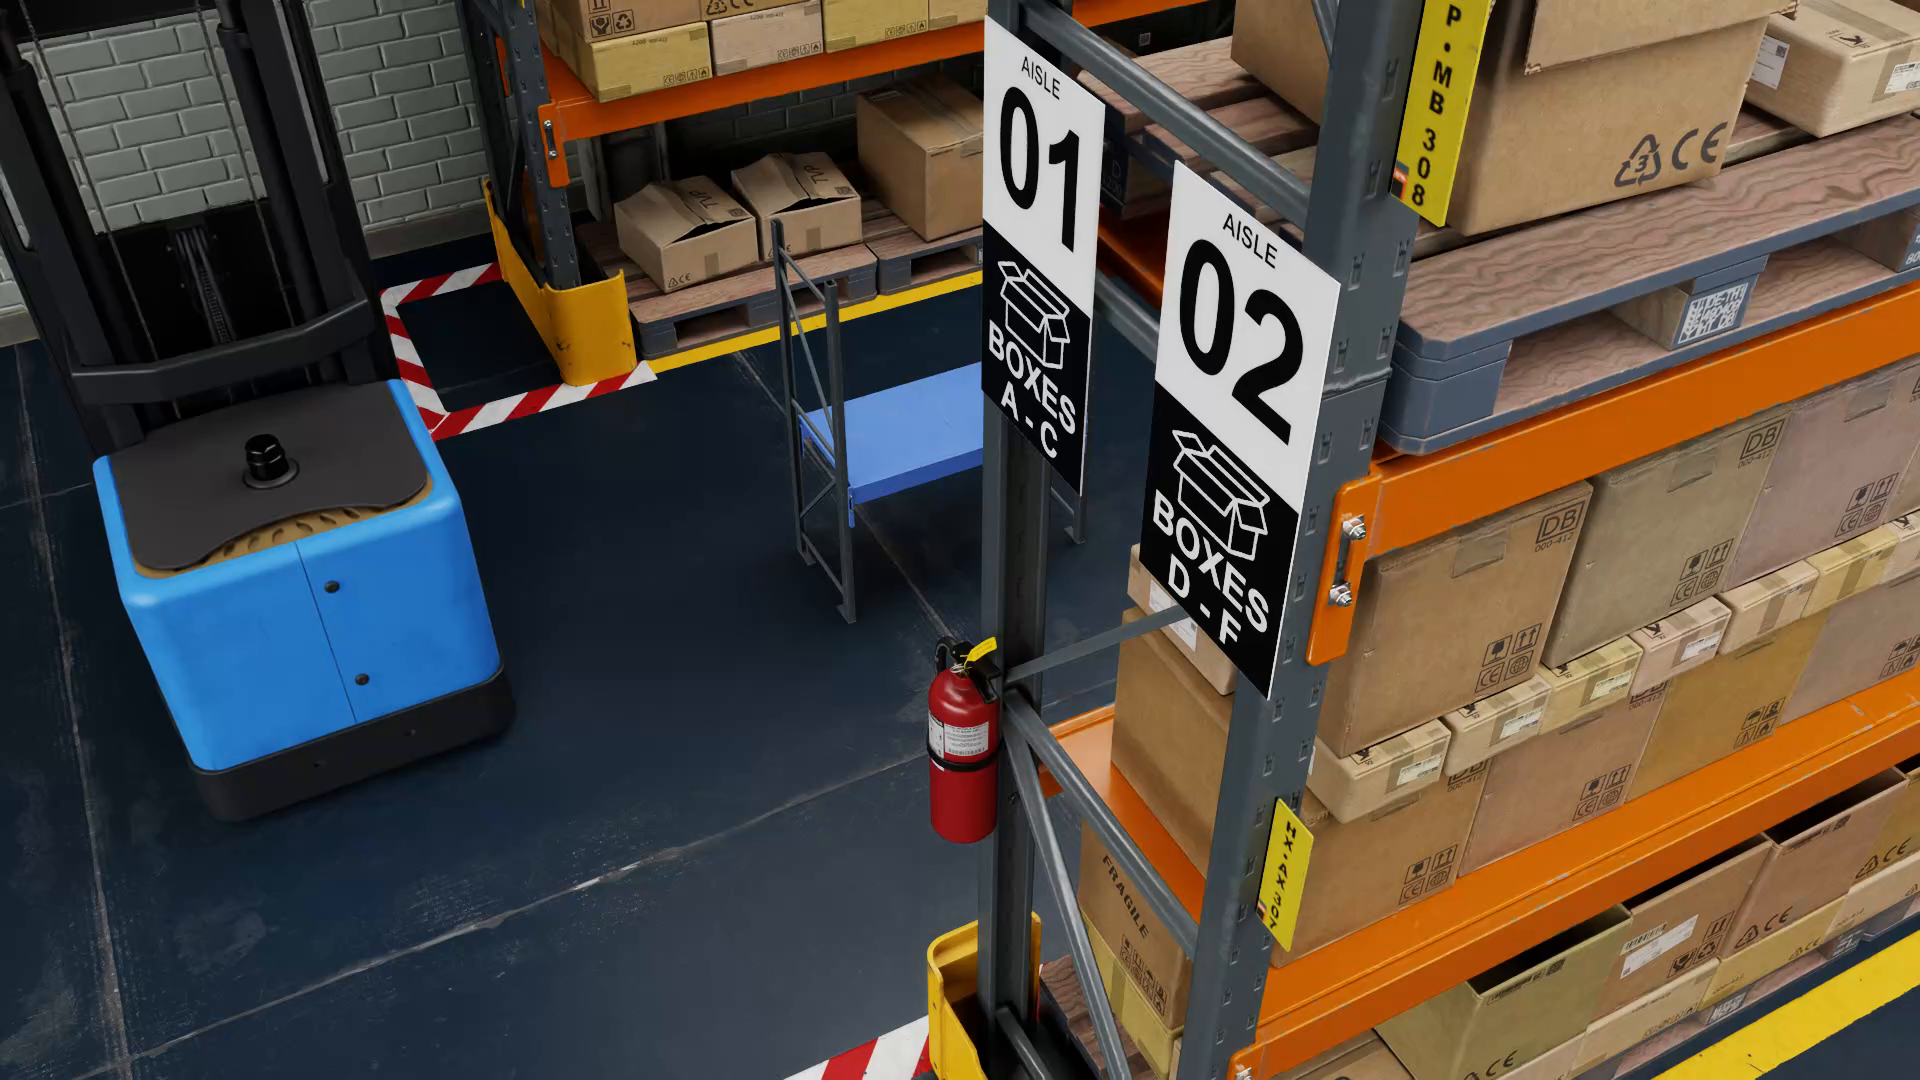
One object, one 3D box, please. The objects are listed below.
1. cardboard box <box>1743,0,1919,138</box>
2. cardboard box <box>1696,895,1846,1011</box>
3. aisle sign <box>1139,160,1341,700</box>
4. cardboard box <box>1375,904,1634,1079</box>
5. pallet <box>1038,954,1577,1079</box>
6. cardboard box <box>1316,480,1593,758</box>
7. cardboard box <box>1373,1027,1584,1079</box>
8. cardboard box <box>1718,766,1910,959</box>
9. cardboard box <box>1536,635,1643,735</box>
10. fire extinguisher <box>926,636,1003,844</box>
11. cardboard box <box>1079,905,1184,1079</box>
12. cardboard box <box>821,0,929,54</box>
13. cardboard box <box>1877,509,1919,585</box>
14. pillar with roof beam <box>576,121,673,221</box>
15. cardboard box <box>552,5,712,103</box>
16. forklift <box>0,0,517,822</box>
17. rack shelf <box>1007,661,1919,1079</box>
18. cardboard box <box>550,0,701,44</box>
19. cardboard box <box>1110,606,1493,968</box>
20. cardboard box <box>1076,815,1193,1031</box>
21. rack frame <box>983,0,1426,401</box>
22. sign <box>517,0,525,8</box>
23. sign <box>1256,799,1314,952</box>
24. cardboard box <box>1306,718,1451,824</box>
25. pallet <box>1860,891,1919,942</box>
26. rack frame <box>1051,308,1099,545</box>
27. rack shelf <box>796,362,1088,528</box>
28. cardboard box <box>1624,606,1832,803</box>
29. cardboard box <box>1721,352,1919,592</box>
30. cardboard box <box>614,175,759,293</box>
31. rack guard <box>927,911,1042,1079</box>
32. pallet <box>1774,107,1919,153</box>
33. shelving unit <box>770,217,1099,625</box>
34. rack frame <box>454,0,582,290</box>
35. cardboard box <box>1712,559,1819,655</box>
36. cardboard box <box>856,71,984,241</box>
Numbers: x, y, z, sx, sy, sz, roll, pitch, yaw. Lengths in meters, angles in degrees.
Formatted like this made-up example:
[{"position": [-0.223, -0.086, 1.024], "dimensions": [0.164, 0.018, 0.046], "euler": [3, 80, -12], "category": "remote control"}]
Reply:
[{"position": [1.455, -0.867, 2.893], "dimensions": [0.250, 0.149, 0.380], "euler": [-19, 44, -21], "category": "cardboard box"}, {"position": [2.239, 1.055, 4.985], "dimensions": [0.500, 0.250, 0.500], "euler": [-19, 44, -21], "category": "cardboard box"}, {"position": [0.413, -0.152, 2.595], "dimensions": [0.004, 0.787, 0.394], "euler": [-19, 44, -21], "category": "aisle sign"}, {"position": [1.351, 1.065, 4.392], "dimensions": [0.500, 0.500, 0.500], "euler": [-19, 44, -21], "category": "cardboard box"}, {"position": [0.989, 1.457, 4.865], "dimensions": [1.213, 0.211, 1.003], "euler": [-19, 44, -21], "category": "pallet"}, {"position": [0.797, -0.036, 3.389], "dimensions": [0.500, 0.500, 0.700], "euler": [-18, 44, -20], "category": "cardboard box"}, {"position": [1.350, 1.351, 4.636], "dimensions": [0.500, 0.250, 0.500], "euler": [-19, 44, -21], "category": "cardboard box"}, {"position": [2.240, 0.770, 4.742], "dimensions": [0.500, 0.500, 0.500], "euler": [-19, 44, -21], "category": "cardboard box"}, {"position": [1.232, 0.212, 3.599], "dimensions": [0.250, 0.149, 0.380], "euler": [-18, 44, -20], "category": "cardboard box"}, {"position": [0.010, 0.444, 3.964], "dimensions": [0.183, 0.674, 0.296], "euler": [-19, 44, -21], "category": "fire extinguisher"}, {"position": [0.669, 1.205, 4.808], "dimensions": [0.500, 0.250, 0.500], "euler": [-19, 44, -21], "category": "cardboard box"}, {"position": [-0.474, -2.418, 7.385], "dimensions": [0.500, 0.250, 0.500], "euler": [-19, 44, -21], "category": "cardboard box"}, {"position": [2.141, -0.092, 3.958], "dimensions": [0.250, 0.149, 0.380], "euler": [-18, 44, -20], "category": "cardboard box"}, {"position": [0.248, -2.720, 2.998], "dimensions": [0.400, 9.000, 9.100], "euler": [-19, 44, -21], "category": "pillar with roof beam"}, {"position": [-1.382, -2.106, 7.017], "dimensions": [0.500, 0.250, 0.500], "euler": [-20, 44, -22], "category": "cardboard box"}, {"position": [-2.713, -1.123, 5.808], "dimensions": [1.130, 2.935, 3.031], "euler": [-19, 44, -21], "category": "forklift"}, {"position": [2.103, 0.323, 4.603], "dimensions": [4.000, 0.370, 1.077], "euler": [-19, 44, -21], "category": "rack shelf"}, {"position": [-1.400, -2.399, 6.783], "dimensions": [0.500, 0.500, 0.500], "euler": [-19, 44, -21], "category": "cardboard box"}, {"position": [0.750, 0.475, 3.790], "dimensions": [0.500, 0.500, 0.700], "euler": [-19, 44, -21], "category": "cardboard box"}, {"position": [0.668, 0.918, 4.567], "dimensions": [0.500, 0.500, 0.500], "euler": [-19, 44, -21], "category": "cardboard box"}, {"position": [0.330, -1.644, 1.728], "dimensions": [0.127, 3.000, 1.000], "euler": [-19, 44, -21], "category": "rack frame"}, {"position": [-1.711, -2.212, 6.371], "dimensions": [0.005, 0.325, 0.100], "euler": [-19, 44, -21], "category": "sign"}, {"position": [0.581, 0.605, 2.983], "dimensions": [0.005, 0.325, 0.100], "euler": [-19, 44, -21], "category": "sign"}, {"position": [0.777, 0.366, 3.417], "dimensions": [0.250, 0.149, 0.380], "euler": [-19, 44, -21], "category": "cardboard box"}, {"position": [3.153, 0.729, 5.725], "dimensions": [1.213, 0.211, 1.003], "euler": [-19, 44, -21], "category": "pallet"}, {"position": [0.375, -0.699, 6.415], "dimensions": [0.032, 1.500, 0.500], "euler": [-19, 44, -21], "category": "rack frame"}, {"position": [-0.076, -0.410, 6.352], "dimensions": [1.000, 0.185, 0.538], "euler": [-19, 44, -21], "category": "rack shelf"}, {"position": [1.656, 0.171, 4.149], "dimensions": [0.500, 0.500, 0.700], "euler": [-18, 44, -20], "category": "cardboard box"}, {"position": [1.707, -0.347, 3.756], "dimensions": [0.500, 0.500, 0.700], "euler": [-18, 44, -20], "category": "cardboard box"}, {"position": [-1.307, -1.489, 7.928], "dimensions": [0.500, 0.311, 0.500], "euler": [-24, 46, -25], "category": "cardboard box"}, {"position": [0.308, 1.607, 4.465], "dimensions": [0.348, 0.500, 1.175], "euler": [-19, 44, -21], "category": "rack guard"}, {"position": [2.052, -1.029, 3.390], "dimensions": [1.213, 0.211, 1.003], "euler": [-19, 44, -21], "category": "pallet"}, {"position": [-0.076, -0.547, 6.235], "dimensions": [1.048, 1.500, 0.538], "euler": [-19, 44, -21], "category": "shelving unit"}, {"position": [-1.962, -2.192, 7.018], "dimensions": [0.127, 3.000, 1.000], "euler": [-19, 44, -21], "category": "rack frame"}, {"position": [1.692, 0.057, 3.782], "dimensions": [0.250, 0.149, 0.380], "euler": [-20, 44, -22], "category": "cardboard box"}, {"position": [-0.127, -1.921, 8.292], "dimensions": [0.500, 0.500, 0.700], "euler": [-21, 45, -23], "category": "cardboard box"}]
